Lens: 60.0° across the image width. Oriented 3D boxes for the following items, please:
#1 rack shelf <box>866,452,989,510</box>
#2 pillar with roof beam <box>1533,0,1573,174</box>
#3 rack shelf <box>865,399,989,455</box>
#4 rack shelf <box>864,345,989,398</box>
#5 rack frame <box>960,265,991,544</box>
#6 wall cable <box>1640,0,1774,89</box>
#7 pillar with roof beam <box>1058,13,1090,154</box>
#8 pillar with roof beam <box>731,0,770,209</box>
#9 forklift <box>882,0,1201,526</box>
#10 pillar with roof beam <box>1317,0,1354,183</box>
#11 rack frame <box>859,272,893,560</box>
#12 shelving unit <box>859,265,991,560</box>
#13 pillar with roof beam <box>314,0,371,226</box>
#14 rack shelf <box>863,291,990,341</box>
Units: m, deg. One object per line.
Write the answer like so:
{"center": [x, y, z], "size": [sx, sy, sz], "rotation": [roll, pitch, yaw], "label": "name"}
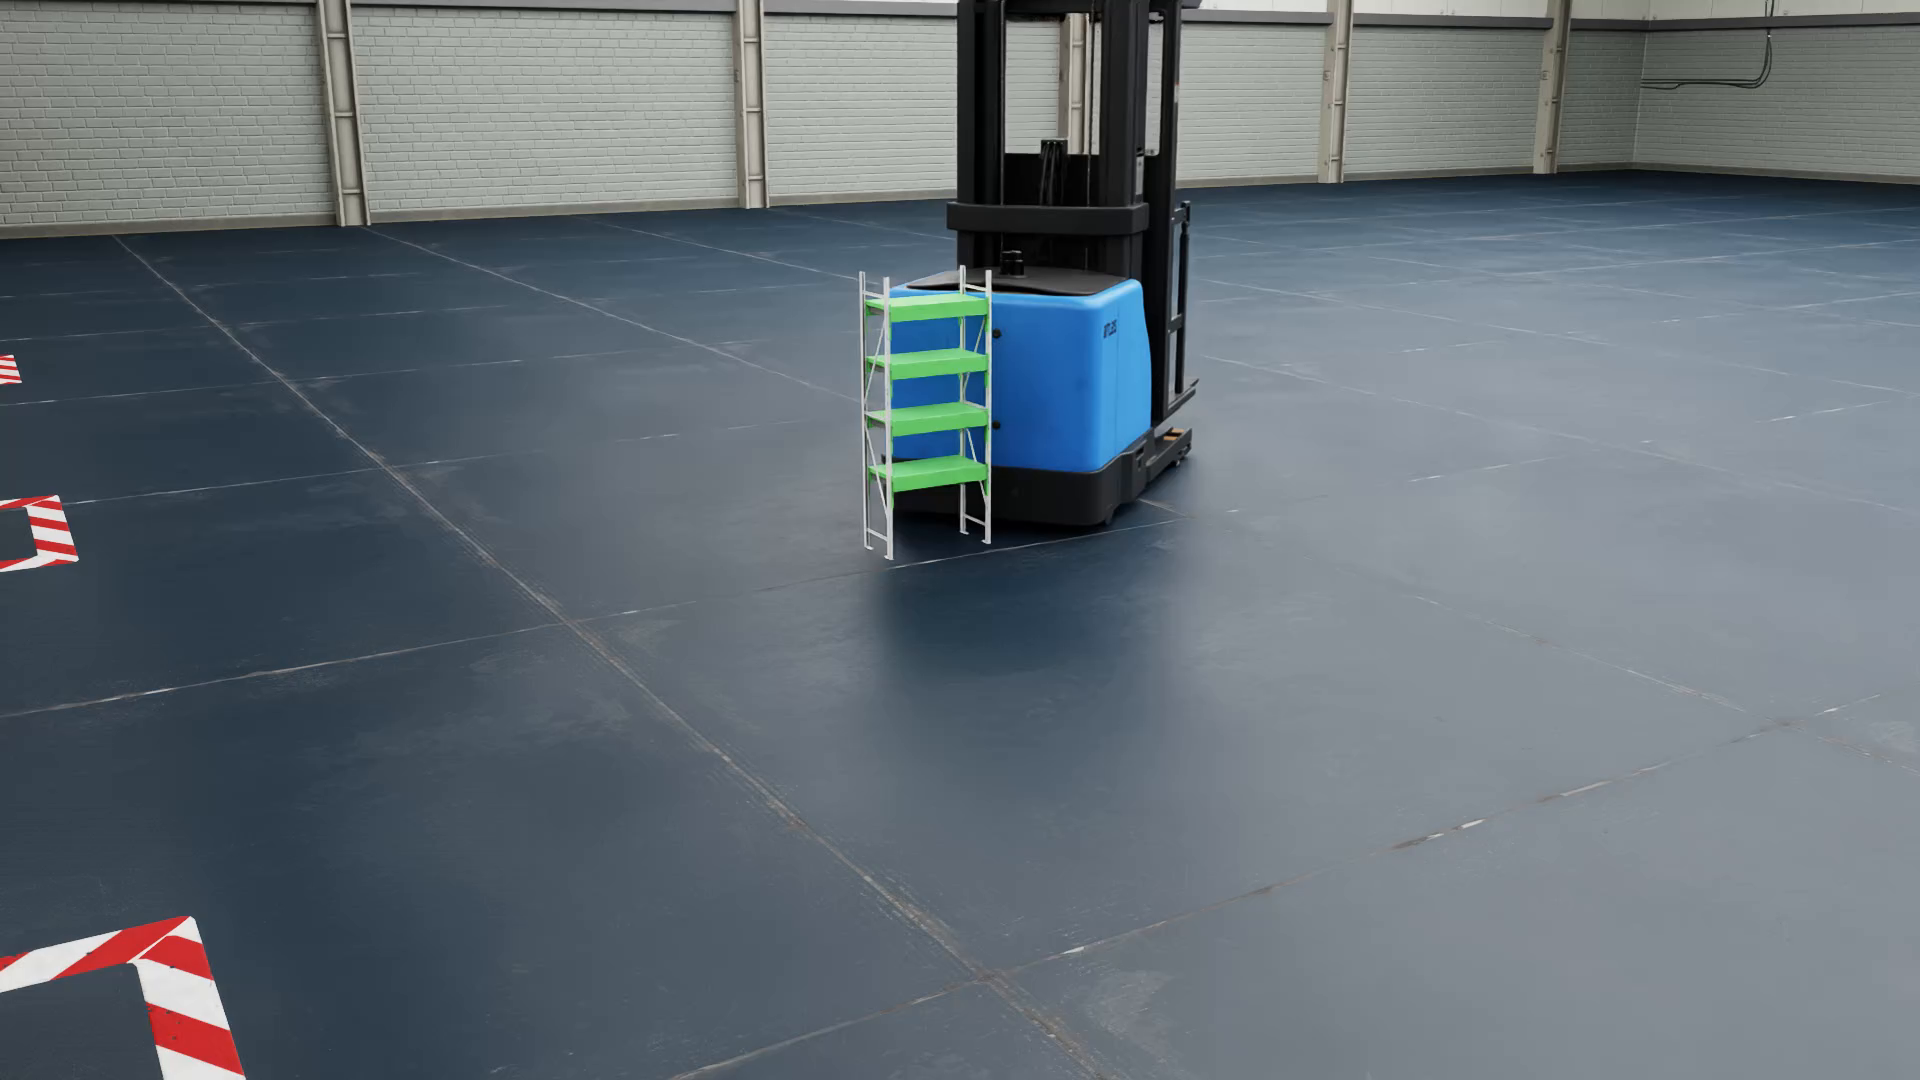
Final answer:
{"center": [-0.143, -0.260, 7.240], "size": [0.480, 0.148, 0.258], "rotation": [-9, 18, -29], "label": "rack shelf"}
{"center": [14.441, -11.014, 30.030], "size": [0.400, 9.000, 9.100], "rotation": [-9, 18, -30], "label": "pillar with roof beam"}
{"center": [-0.144, -0.491, 7.175], "size": [0.480, 0.148, 0.258], "rotation": [-9, 18, -29], "label": "rack shelf"}
{"center": [-0.144, -0.722, 7.110], "size": [0.480, 0.148, 0.258], "rotation": [-9, 18, -29], "label": "rack shelf"}
{"center": [0.067, -0.587, 7.276], "size": [0.015, 1.200, 0.240], "rotation": [-9, 18, -29], "label": "rack frame"}
{"center": [15.431, -10.619, 34.372], "size": [0.112, 2.526, 3.097], "rotation": [-9, 18, -30], "label": "wall cable"}
{"center": [4.155, -9.346, 24.080], "size": [0.400, 9.000, 9.100], "rotation": [-9, 18, -30], "label": "pillar with roof beam"}
{"center": [-0.988, -8.512, 21.104], "size": [0.400, 9.000, 9.100], "rotation": [-9, 18, -30], "label": "pillar with roof beam"}
{"center": [0.615, -1.829, 8.503], "size": [1.130, 2.935, 3.031], "rotation": [6, 17, 19], "label": "forklift"}
{"center": [9.298, -10.180, 27.055], "size": [0.400, 9.000, 9.100], "rotation": [-9, 18, -30], "label": "pillar with roof beam"}
{"center": [-0.355, -0.519, 7.039], "size": [0.015, 1.200, 0.240], "rotation": [-9, 18, -29], "label": "rack frame"}
{"center": [-0.144, -0.553, 7.157], "size": [0.503, 1.200, 0.258], "rotation": [-9, 18, -29], "label": "shelving unit"}
{"center": [-6.131, -7.678, 18.129], "size": [0.400, 9.000, 9.100], "rotation": [-9, 18, -30], "label": "pillar with roof beam"}
{"center": [-0.144, -0.953, 7.045], "size": [0.480, 0.148, 0.258], "rotation": [-9, 18, -29], "label": "rack shelf"}
